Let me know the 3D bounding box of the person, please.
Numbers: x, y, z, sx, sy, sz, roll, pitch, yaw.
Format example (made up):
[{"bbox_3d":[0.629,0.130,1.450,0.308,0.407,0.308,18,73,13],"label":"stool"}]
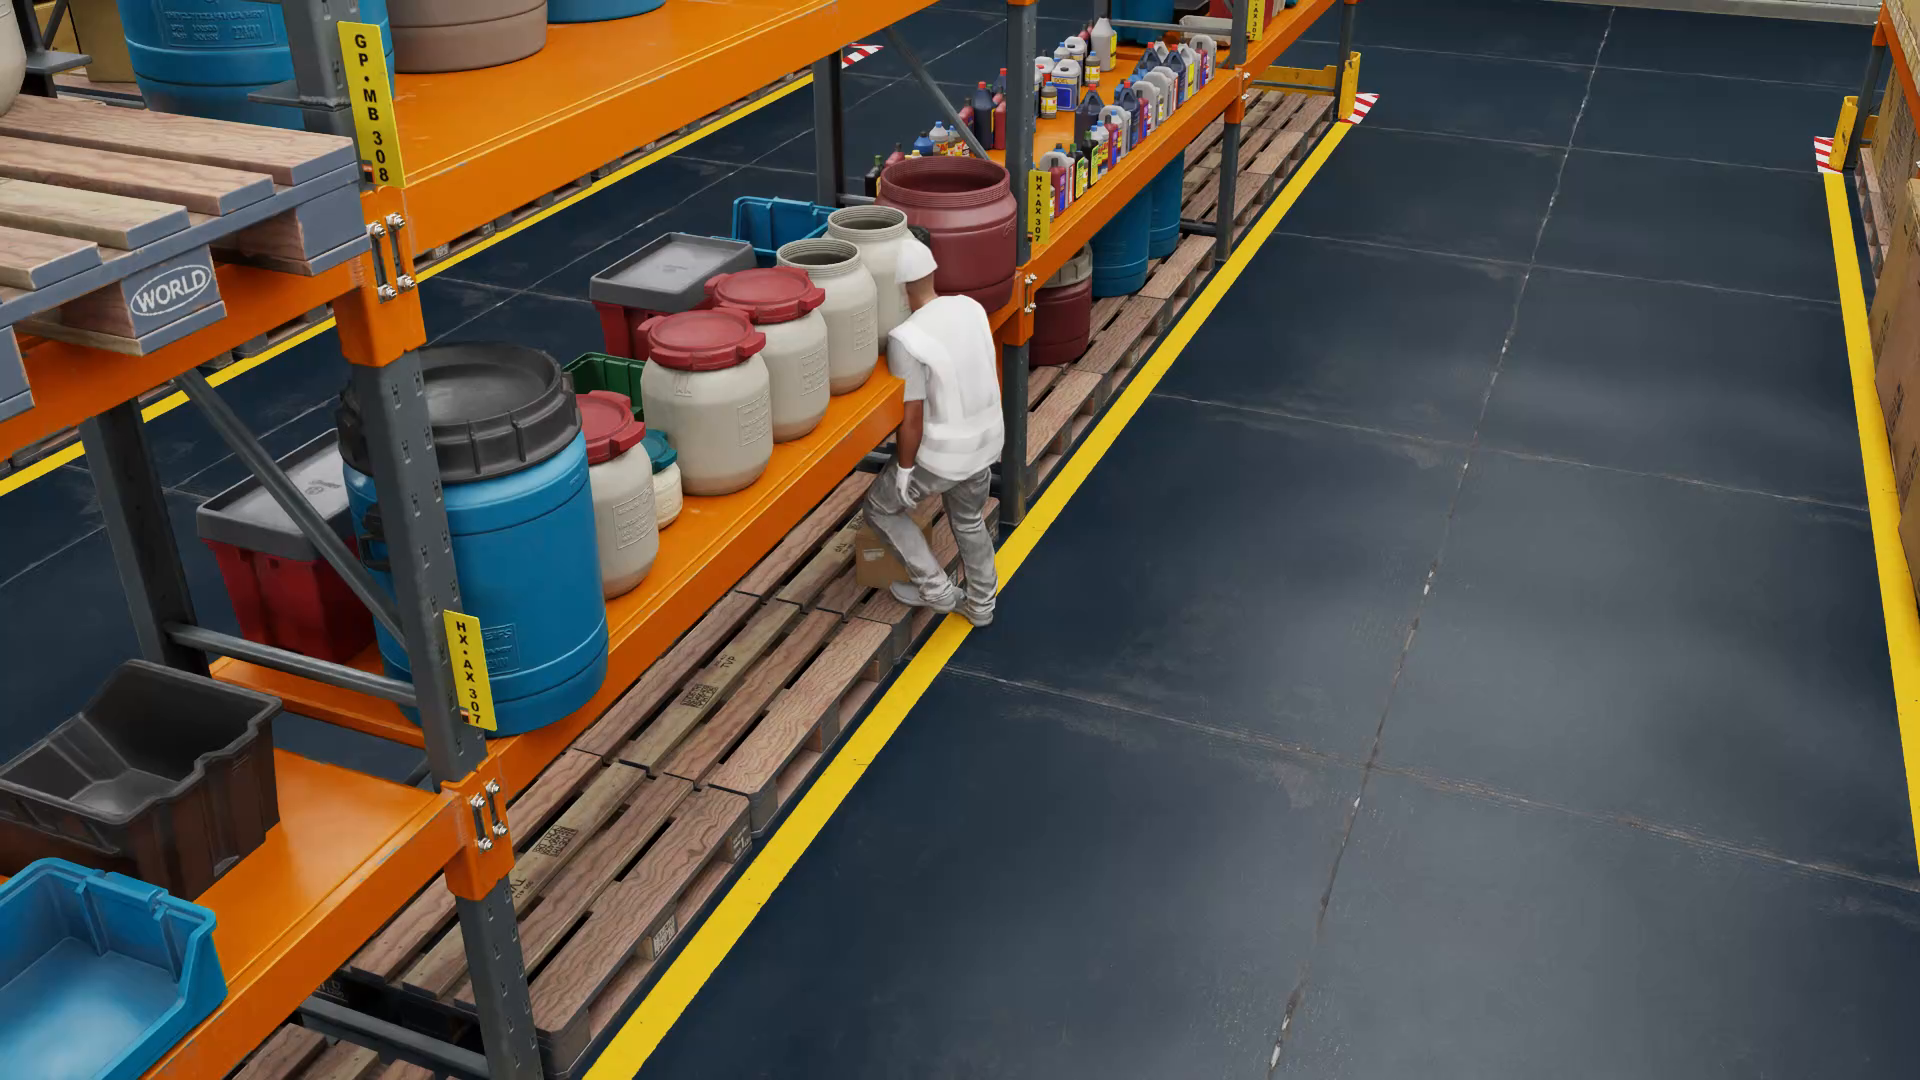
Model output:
[{"bbox_3d":[-0.100,-0.376,6.808,0.541,1.751,0.616,22,36,33],"label":"person"}]
